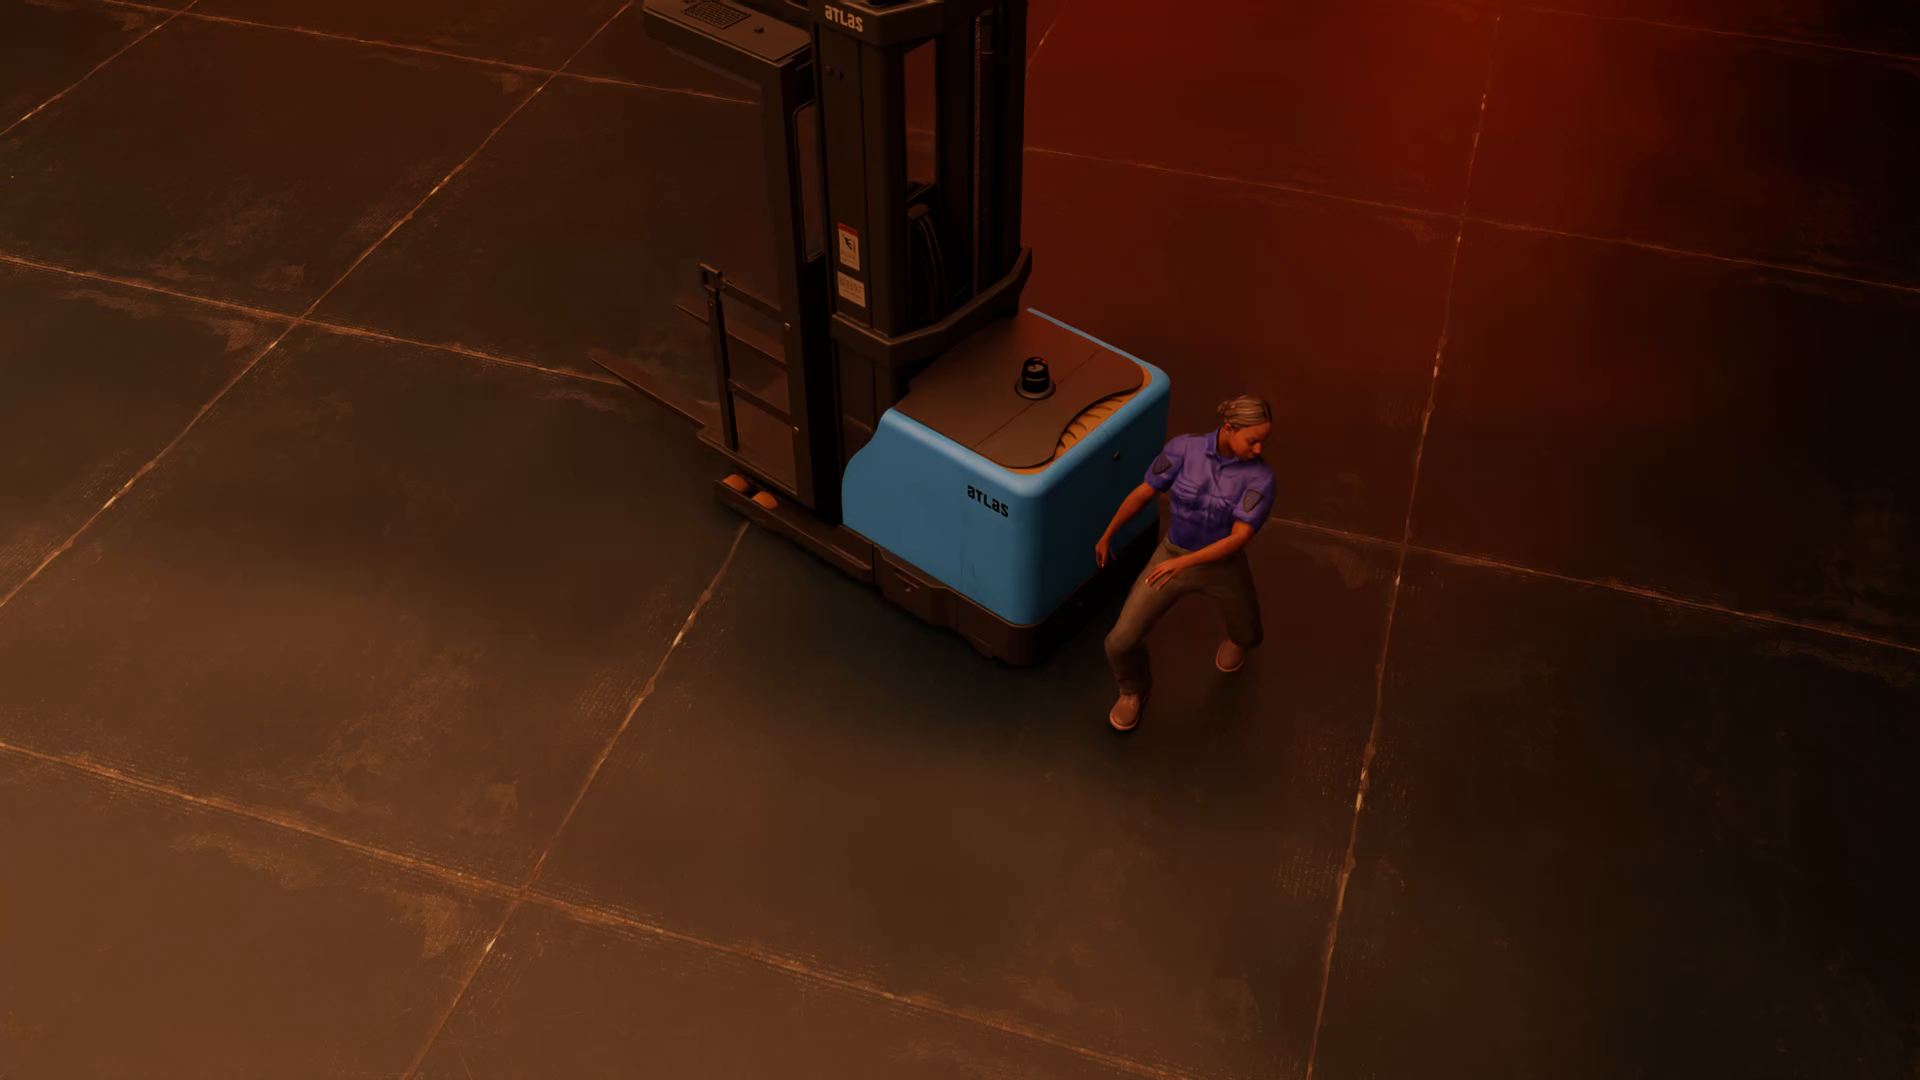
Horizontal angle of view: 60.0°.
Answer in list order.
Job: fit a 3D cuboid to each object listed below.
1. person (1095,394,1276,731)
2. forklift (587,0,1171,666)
[{"bbox_3d":[0.892,0.089,6.622,0.719,1.527,0.838,8,43,8],"label":"person"},{"bbox_3d":[-0.545,-1.384,7.176,3.031,2.935,1.130,30,50,28],"label":"forklift"}]
